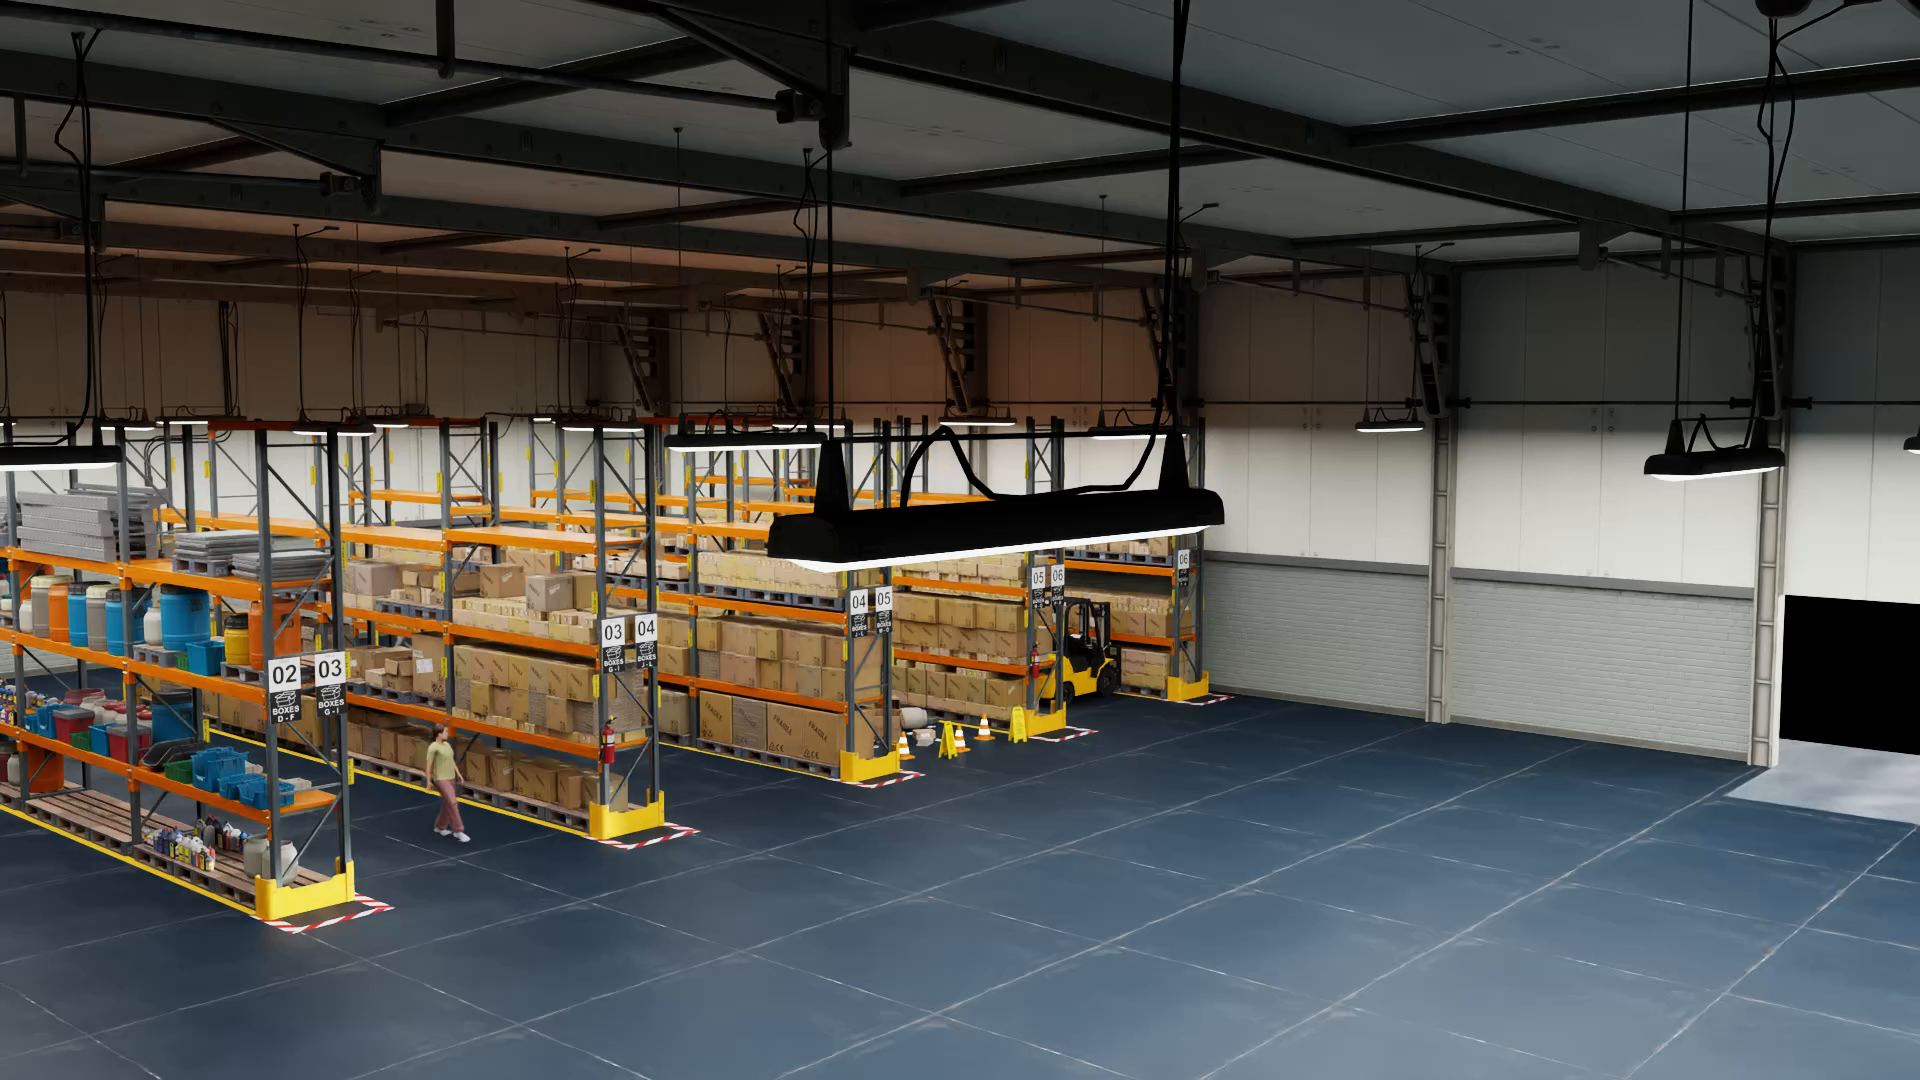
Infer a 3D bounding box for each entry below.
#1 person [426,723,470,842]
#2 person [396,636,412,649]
[{"bbox_3d":[-7.382,3.504,24.181,0.743,1.663,0.472,1,5,17],"label":"person"},{"bbox_3d":[-13.534,2.212,40.310,0.431,1.548,0.920,2,5,25],"label":"person"}]
